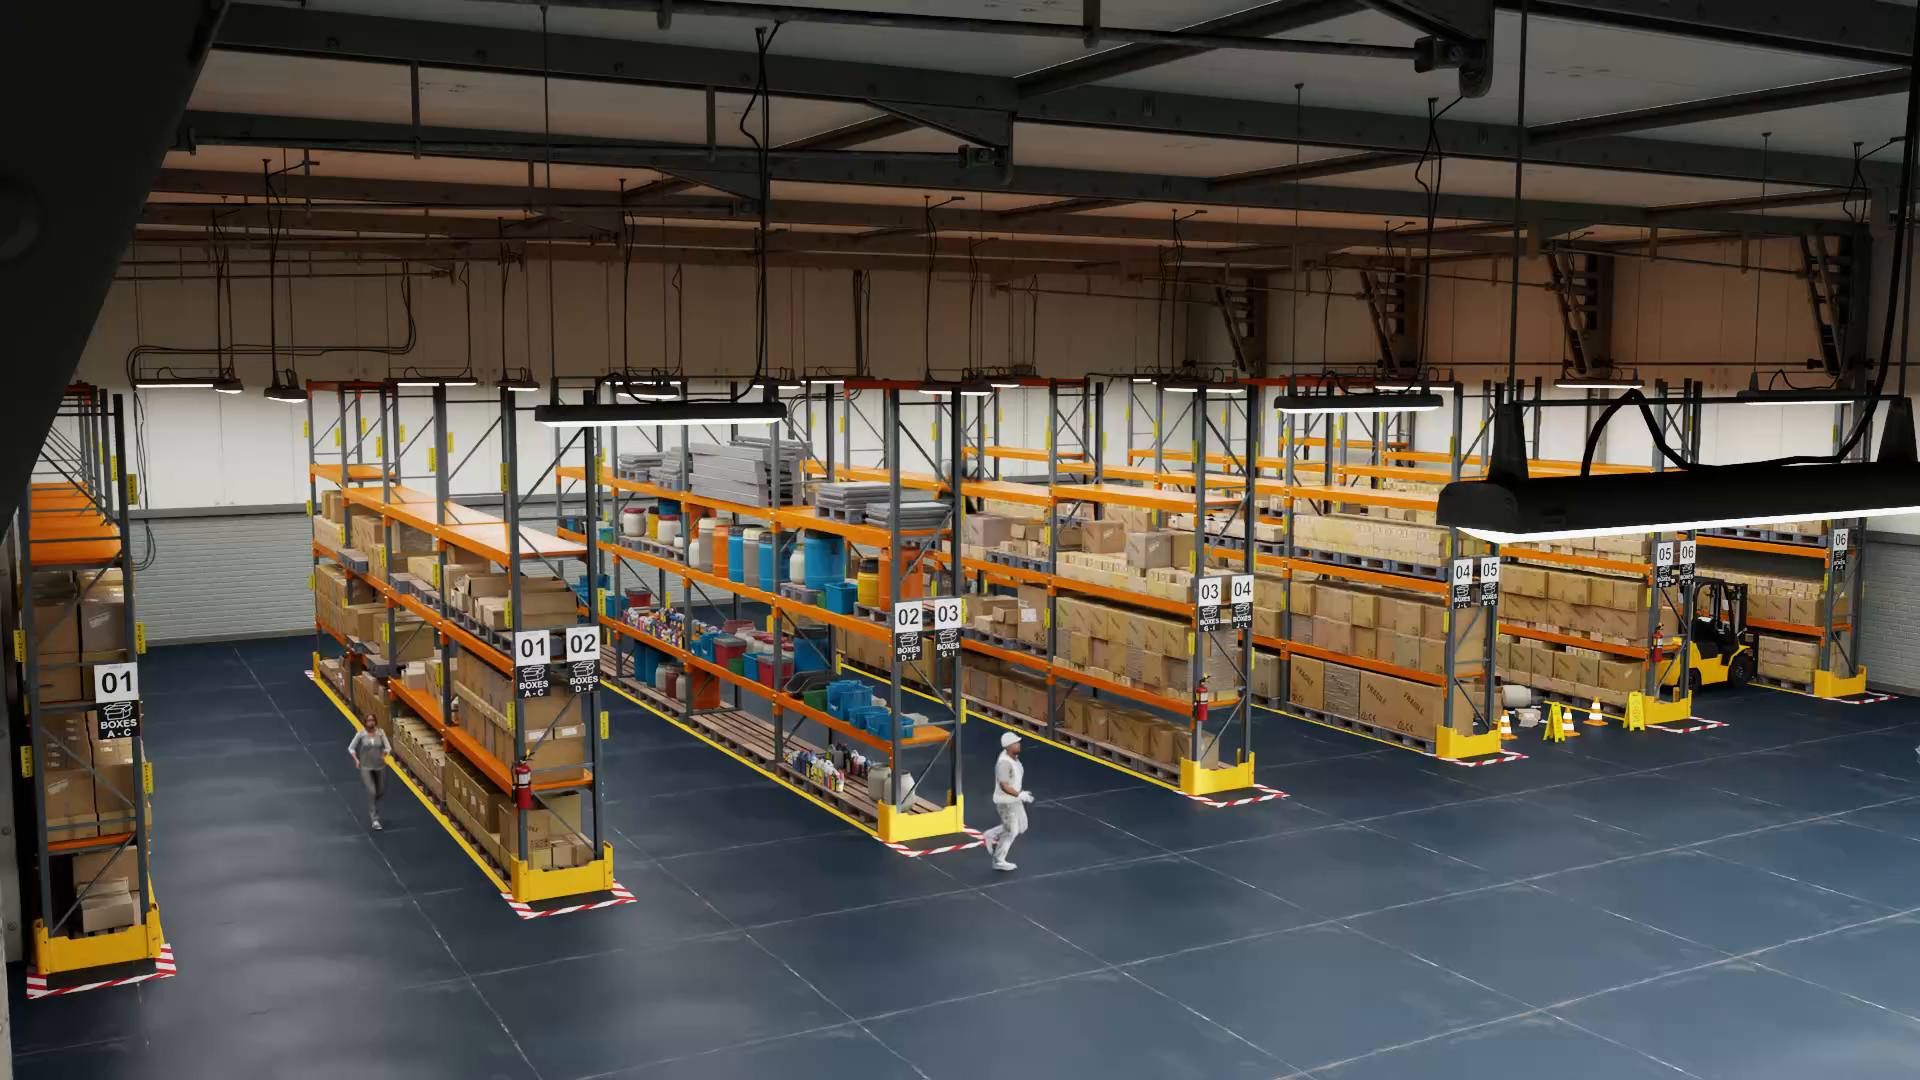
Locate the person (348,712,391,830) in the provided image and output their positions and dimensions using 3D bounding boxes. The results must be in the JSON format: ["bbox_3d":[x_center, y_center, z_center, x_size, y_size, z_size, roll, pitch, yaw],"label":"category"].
[{"bbox_3d":[-8.067,3.132,22.773,0.547,1.564,0.767,-4,7,-32],"label":"person"}]

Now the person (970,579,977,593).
[{"bbox_3d":[0.462,0.970,42.353,0.807,1.730,0.672,-3,7,-24],"label":"person"}]

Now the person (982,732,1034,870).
[{"bbox_3d":[0.610,3.259,20.853,0.675,1.742,0.716,1,6,10],"label":"person"}]
